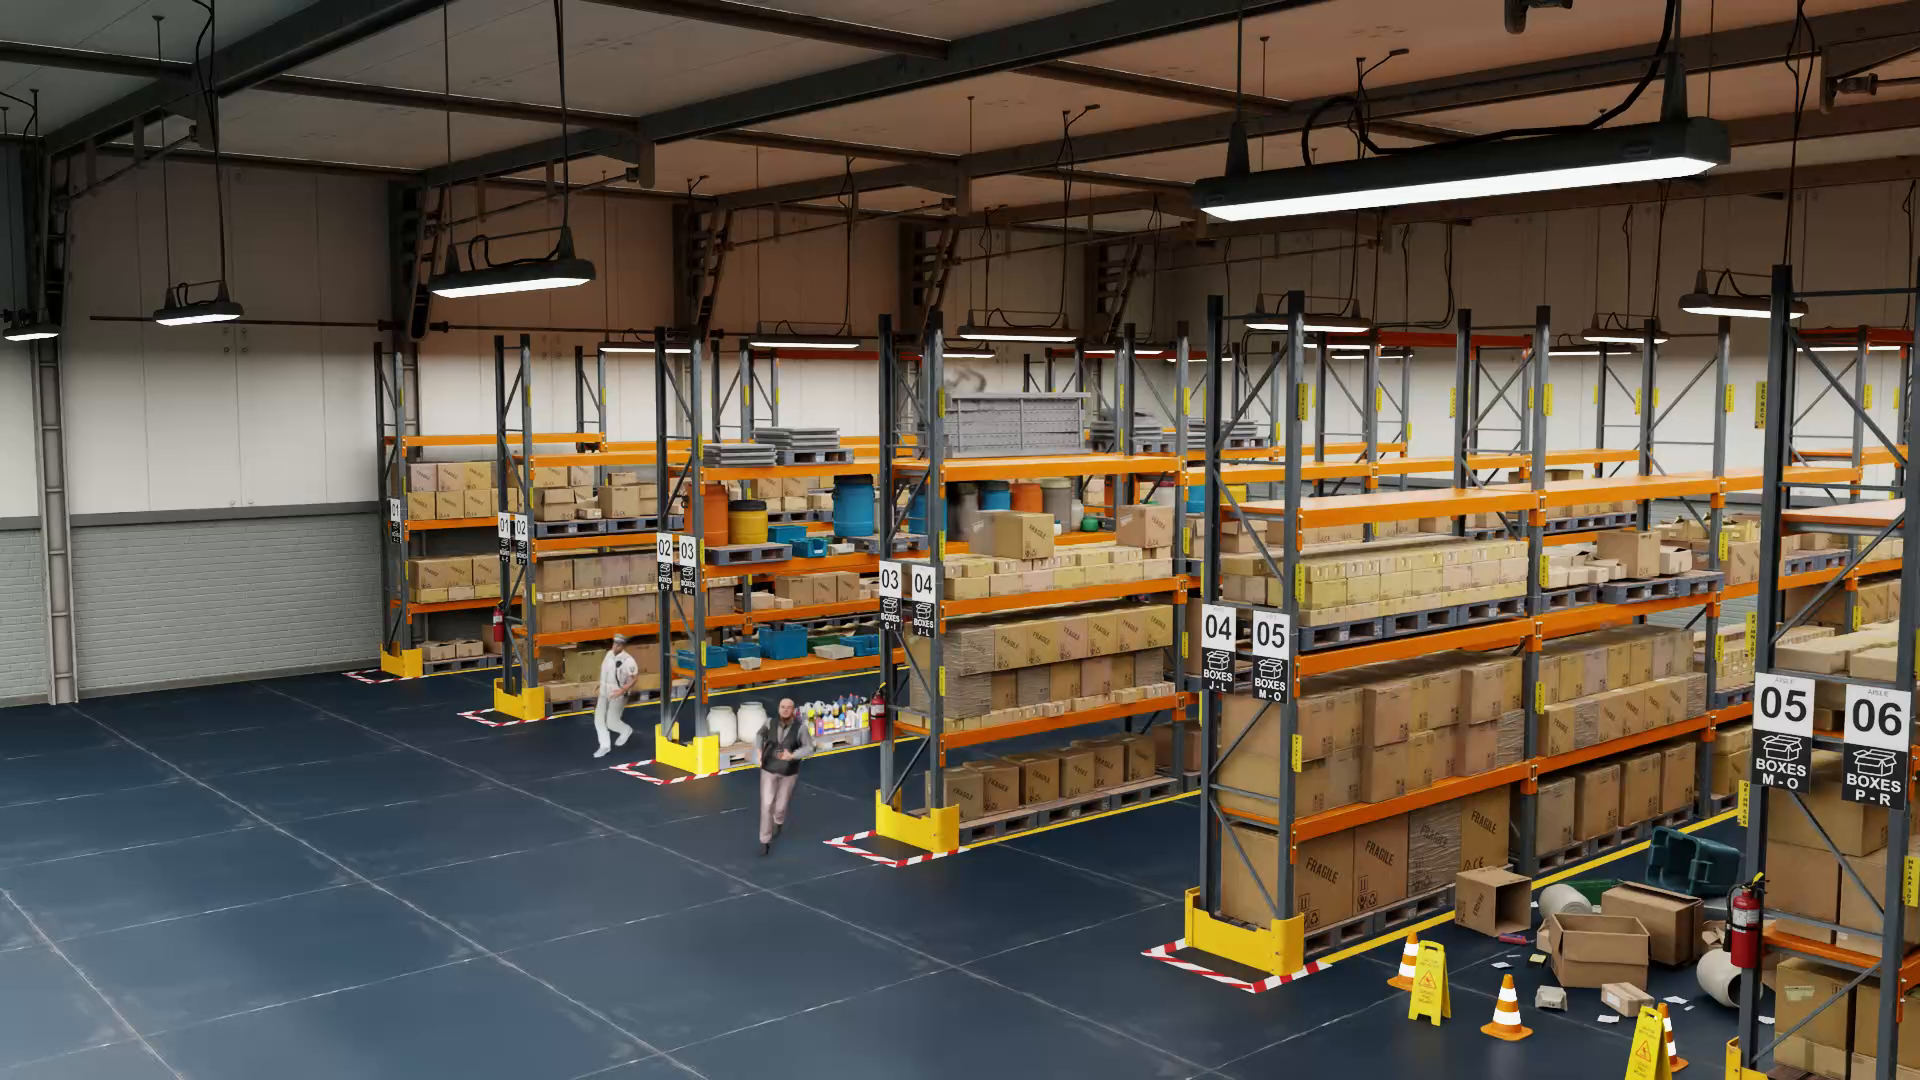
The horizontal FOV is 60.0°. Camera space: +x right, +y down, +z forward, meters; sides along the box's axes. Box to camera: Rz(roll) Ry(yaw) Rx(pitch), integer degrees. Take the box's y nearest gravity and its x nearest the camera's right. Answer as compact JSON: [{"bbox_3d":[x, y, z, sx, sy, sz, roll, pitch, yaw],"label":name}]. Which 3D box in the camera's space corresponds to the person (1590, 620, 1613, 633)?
[{"bbox_3d":[9.777,2.004,25.296,0.721,1.734,0.631,4,7,37],"label":"person"}]

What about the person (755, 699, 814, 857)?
[{"bbox_3d":[-1.982,2.629,18.719,0.683,1.716,0.868,0,5,2],"label":"person"}]

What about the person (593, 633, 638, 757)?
[{"bbox_3d":[-4.842,2.172,23.532,0.710,1.749,0.691,3,6,27],"label":"person"}]
